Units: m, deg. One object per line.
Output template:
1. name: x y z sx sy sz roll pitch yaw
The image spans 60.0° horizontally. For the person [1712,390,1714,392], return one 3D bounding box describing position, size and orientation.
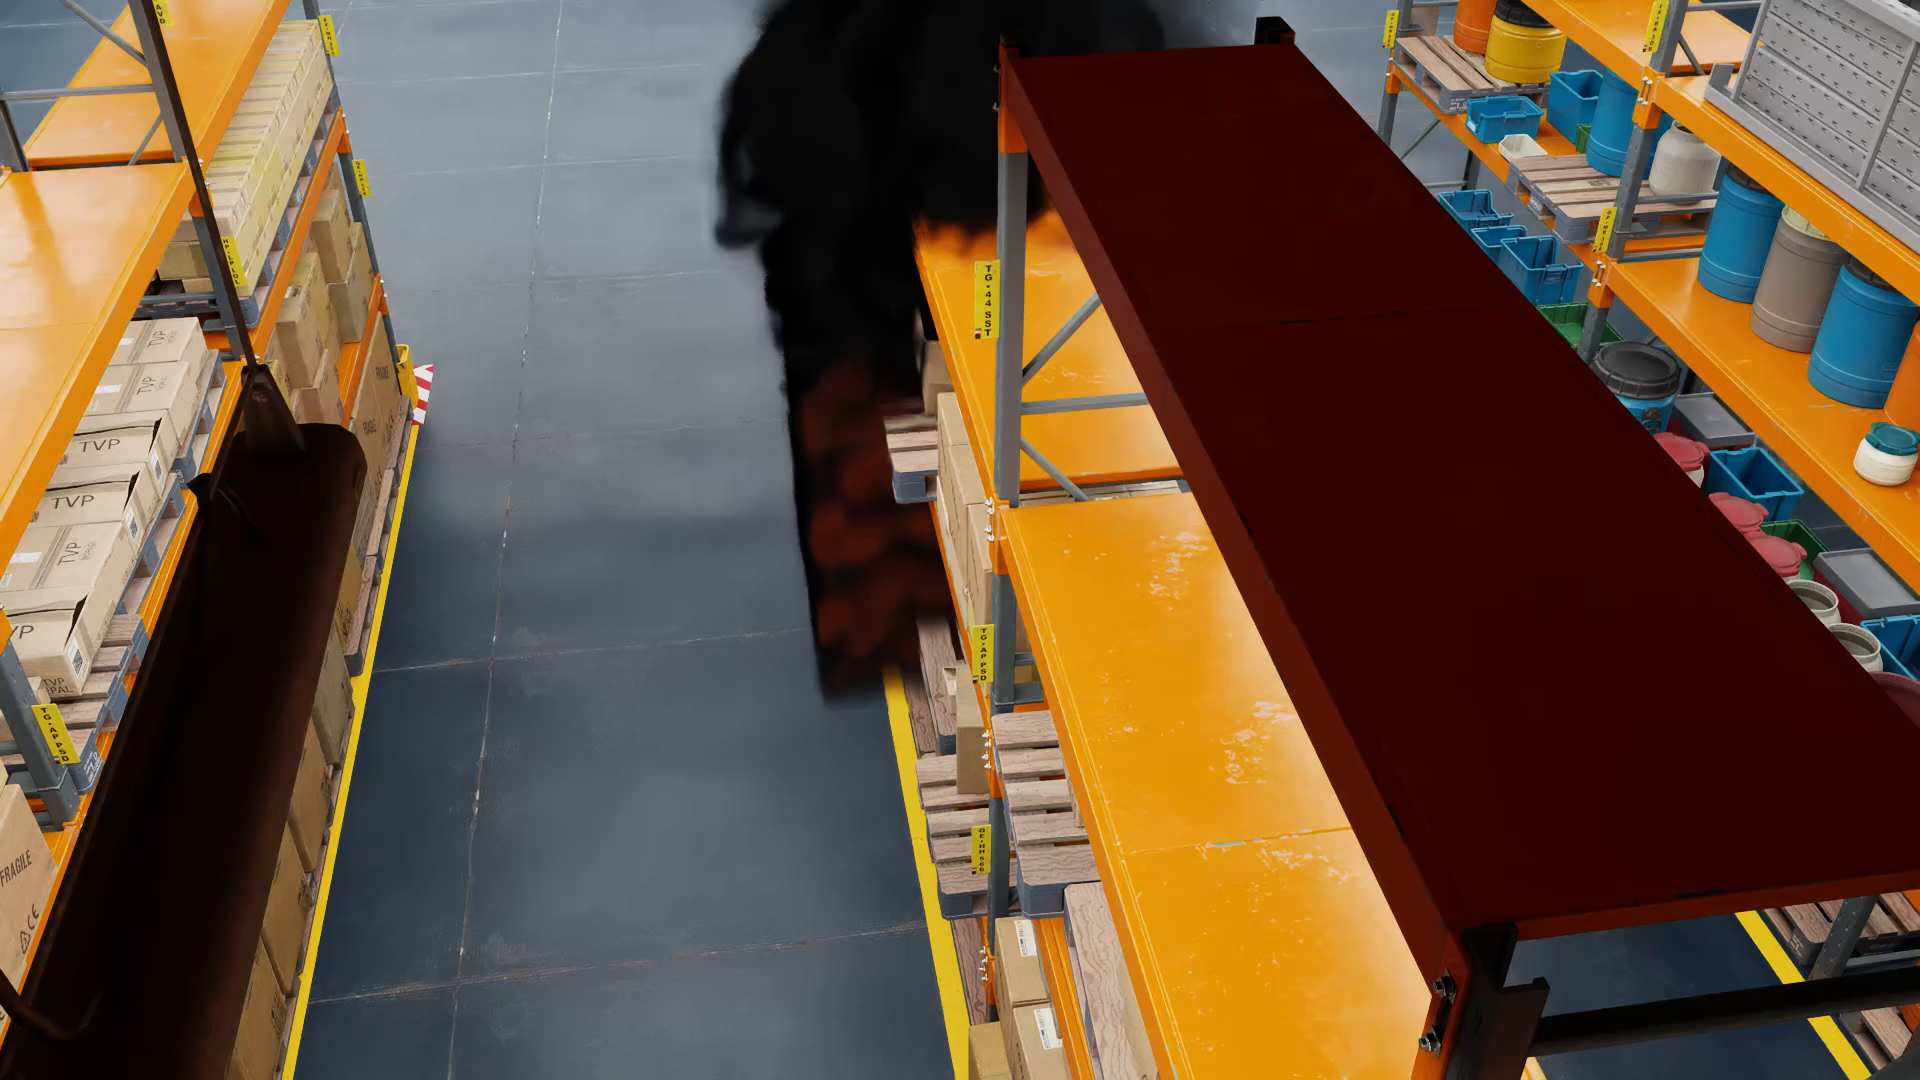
1. person: 6.385 -1.474 13.497 0.681 1.793 0.796 -6 37 -8
